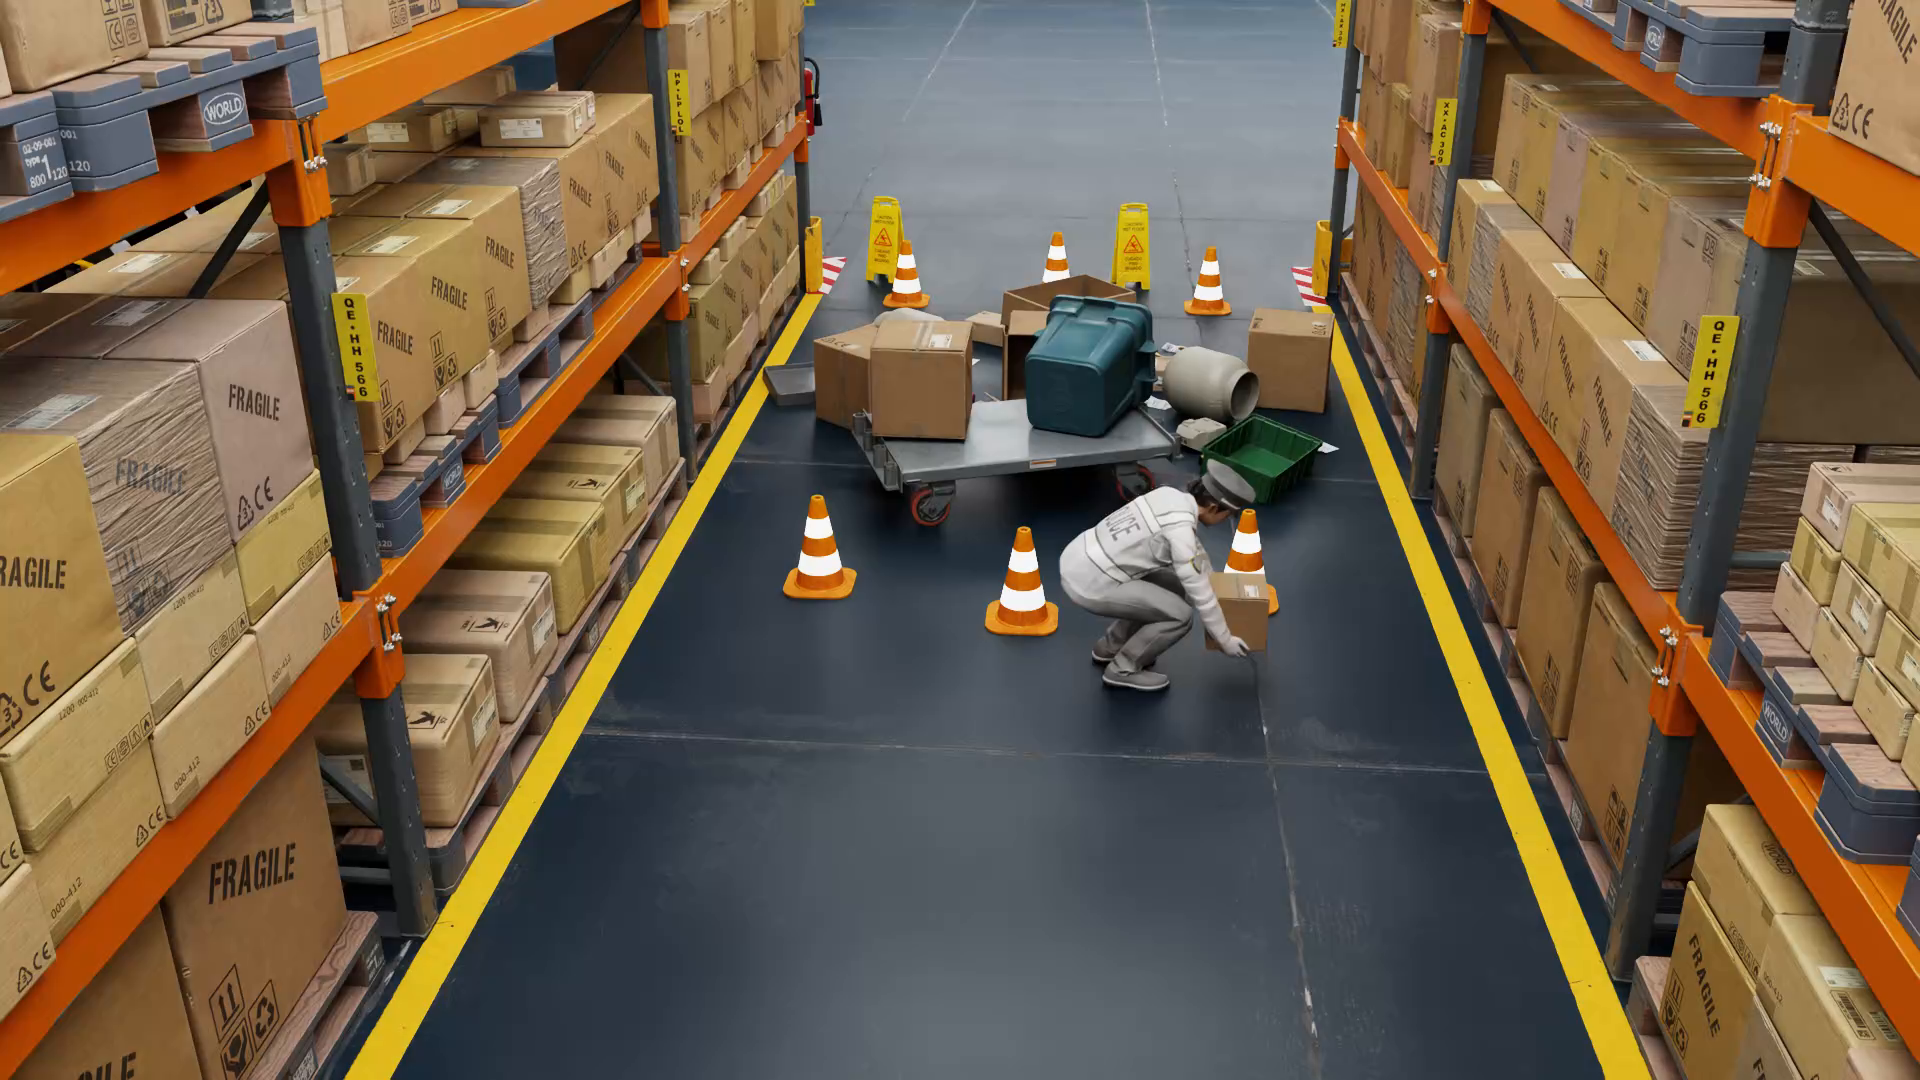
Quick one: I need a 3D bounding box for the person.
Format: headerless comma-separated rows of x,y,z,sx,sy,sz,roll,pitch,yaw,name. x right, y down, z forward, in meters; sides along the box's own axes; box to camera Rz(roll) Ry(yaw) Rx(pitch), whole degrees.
0.836,0.135,7.136,0.817,0.983,0.484,2,25,4,person
